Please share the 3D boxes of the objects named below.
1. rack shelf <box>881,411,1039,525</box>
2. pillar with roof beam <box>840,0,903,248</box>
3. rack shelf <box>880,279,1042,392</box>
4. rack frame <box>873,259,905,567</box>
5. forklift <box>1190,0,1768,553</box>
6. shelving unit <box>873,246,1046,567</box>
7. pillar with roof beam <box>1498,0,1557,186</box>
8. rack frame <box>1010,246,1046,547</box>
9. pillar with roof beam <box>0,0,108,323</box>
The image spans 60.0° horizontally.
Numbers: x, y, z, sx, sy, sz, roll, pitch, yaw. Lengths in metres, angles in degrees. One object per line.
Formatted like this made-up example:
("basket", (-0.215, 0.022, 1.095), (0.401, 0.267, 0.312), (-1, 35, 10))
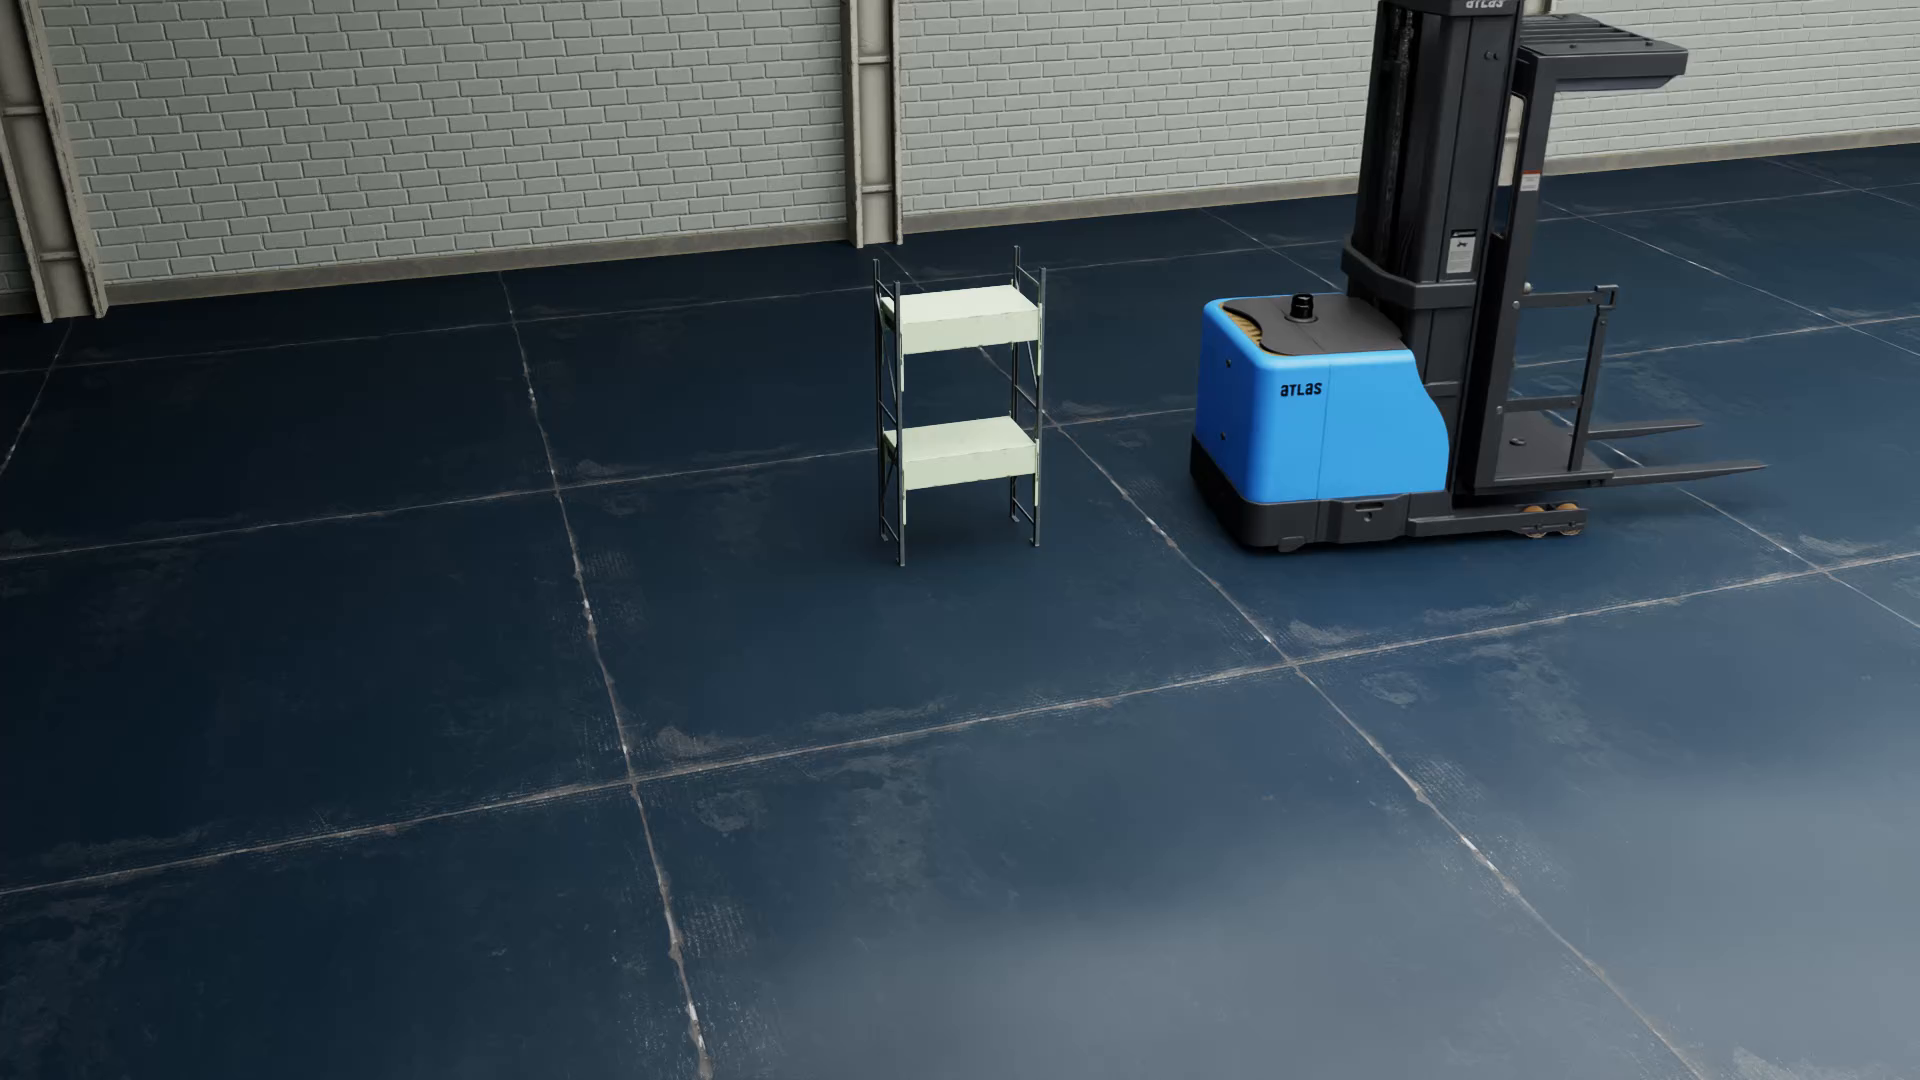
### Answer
("rack shelf", (-0.006, -0.379, 8.560), (0.720, 0.370, 0.431), (-8, 28, -16))
("pillar with roof beam", (0.632, -4.678, 8.052), (0.400, 9.000, 9.100), (-8, 28, -16))
("rack shelf", (-0.006, -1.020, 8.241), (0.720, 0.370, 0.431), (-8, 28, -16))
("rack frame", (-0.354, -0.620, 8.313), (0.023, 1.500, 0.400), (-8, 28, -16))
("forklift", (2.856, -1.549, 8.574), (3.031, 2.935, 1.130), (-4, 27, -9))
("shelving unit", (-0.006, -0.671, 8.415), (0.755, 1.500, 0.431), (-8, 28, -16))
("pillar with roof beam", (6.337, -5.504, 9.717), (0.400, 9.000, 9.100), (-8, 28, -16))
("rack frame", (0.342, -0.721, 8.516), (0.023, 1.500, 0.400), (-8, 28, -16))
("pillar with roof beam", (-5.073, -3.851, 6.388), (0.400, 9.000, 9.100), (-8, 28, -16))
